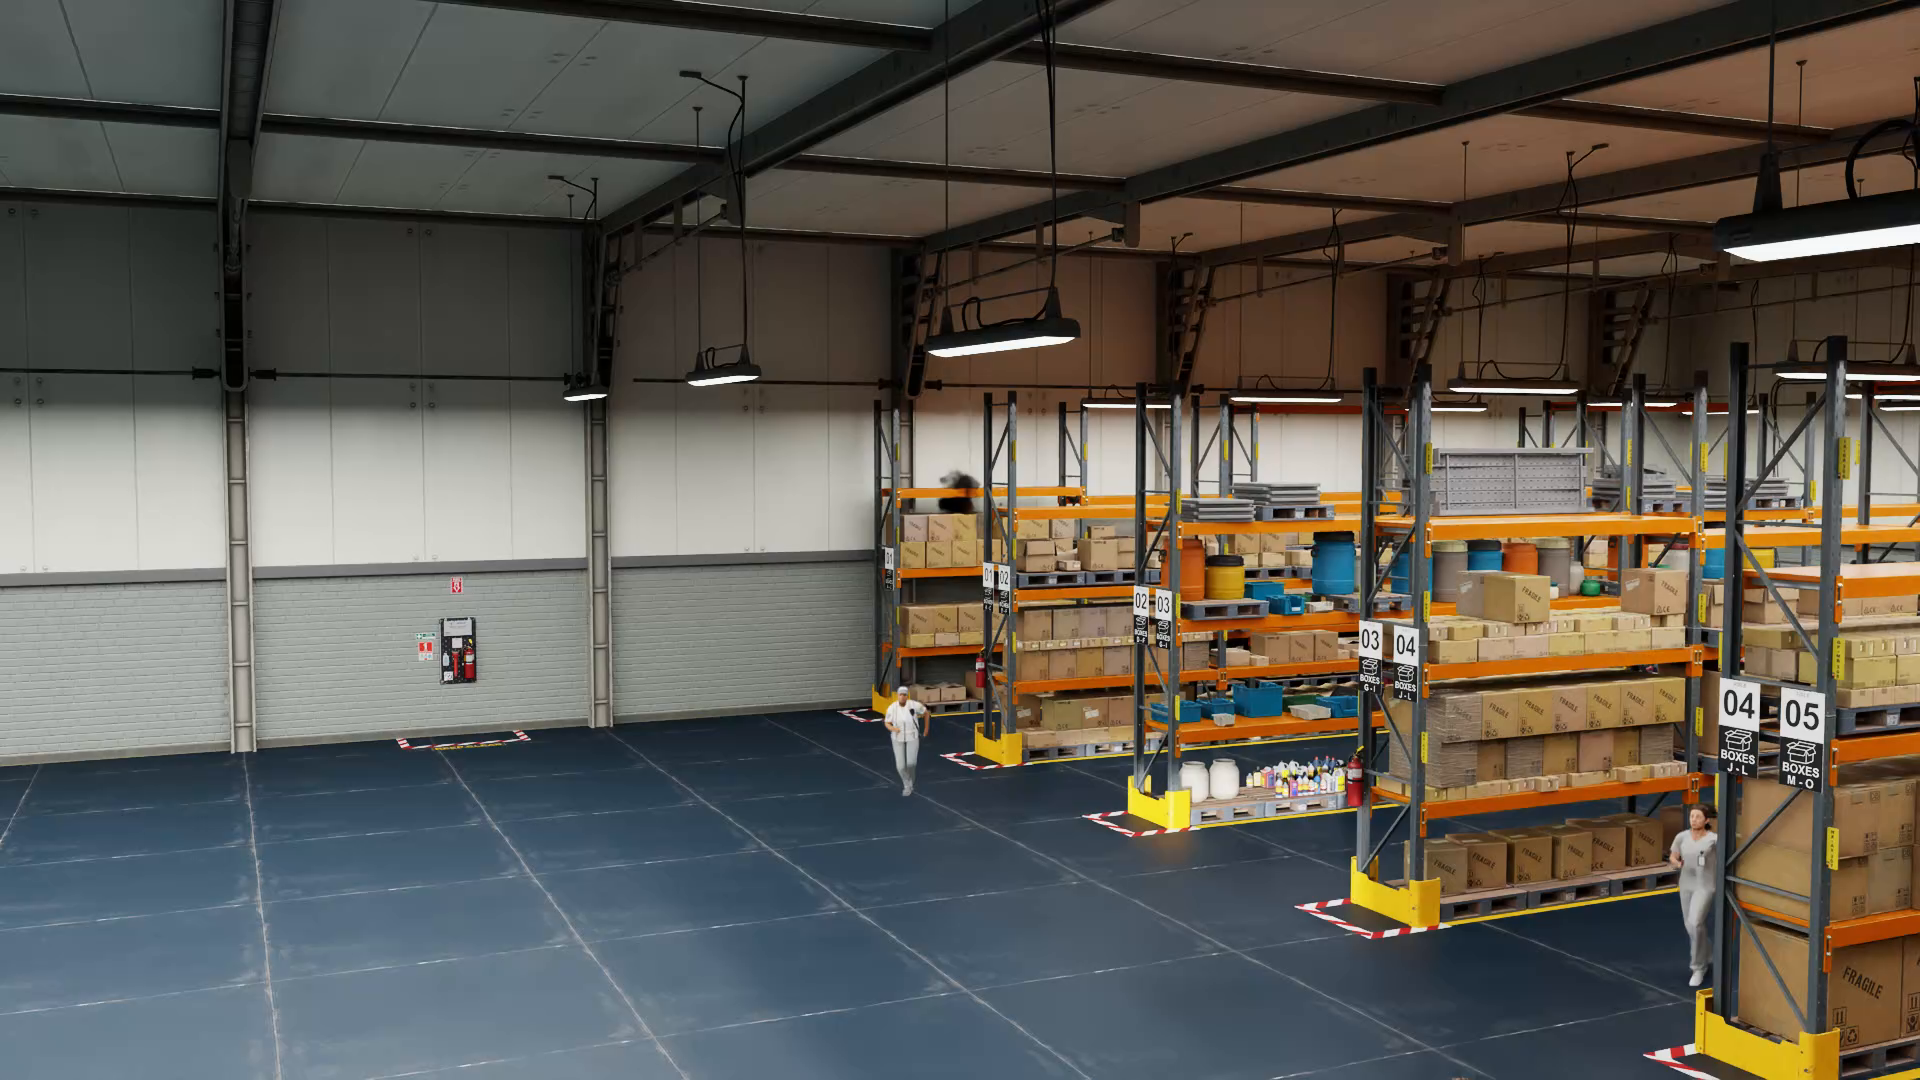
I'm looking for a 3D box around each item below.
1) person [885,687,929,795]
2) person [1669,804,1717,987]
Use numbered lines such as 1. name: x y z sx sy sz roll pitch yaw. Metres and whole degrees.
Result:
1. person: -0.781 2.947 24.344 0.645 1.618 0.617 0 3 2
2. person: 7.112 3.398 16.000 0.737 1.719 0.531 -3 4 -38
